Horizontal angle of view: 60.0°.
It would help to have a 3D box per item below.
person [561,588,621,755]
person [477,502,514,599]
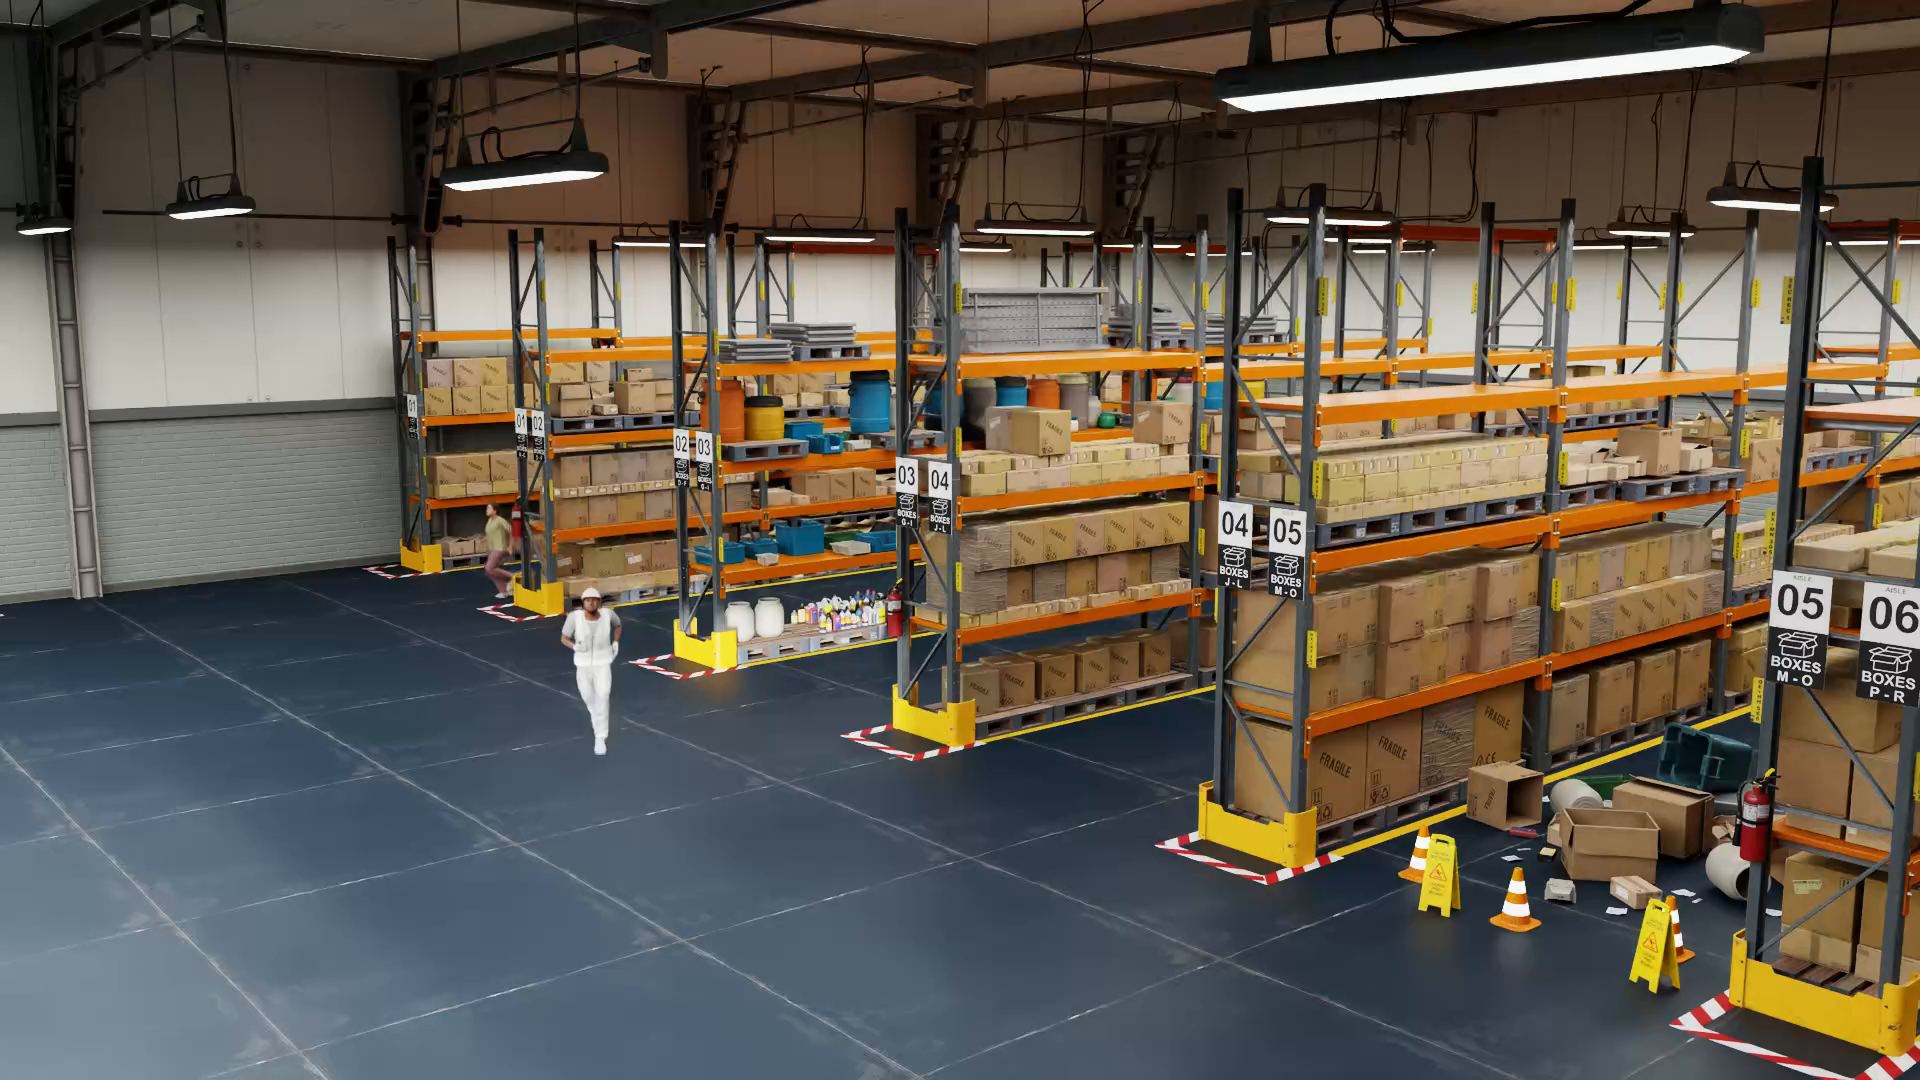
[{"bbox_3d":[-4.165,1.420,18.791,0.644,1.812,1.104,-1,9,-5],"label":"person"},{"bbox_3d":[-7.656,0.171,27.453,0.588,1.618,0.560,9,12,44],"label":"person"}]
